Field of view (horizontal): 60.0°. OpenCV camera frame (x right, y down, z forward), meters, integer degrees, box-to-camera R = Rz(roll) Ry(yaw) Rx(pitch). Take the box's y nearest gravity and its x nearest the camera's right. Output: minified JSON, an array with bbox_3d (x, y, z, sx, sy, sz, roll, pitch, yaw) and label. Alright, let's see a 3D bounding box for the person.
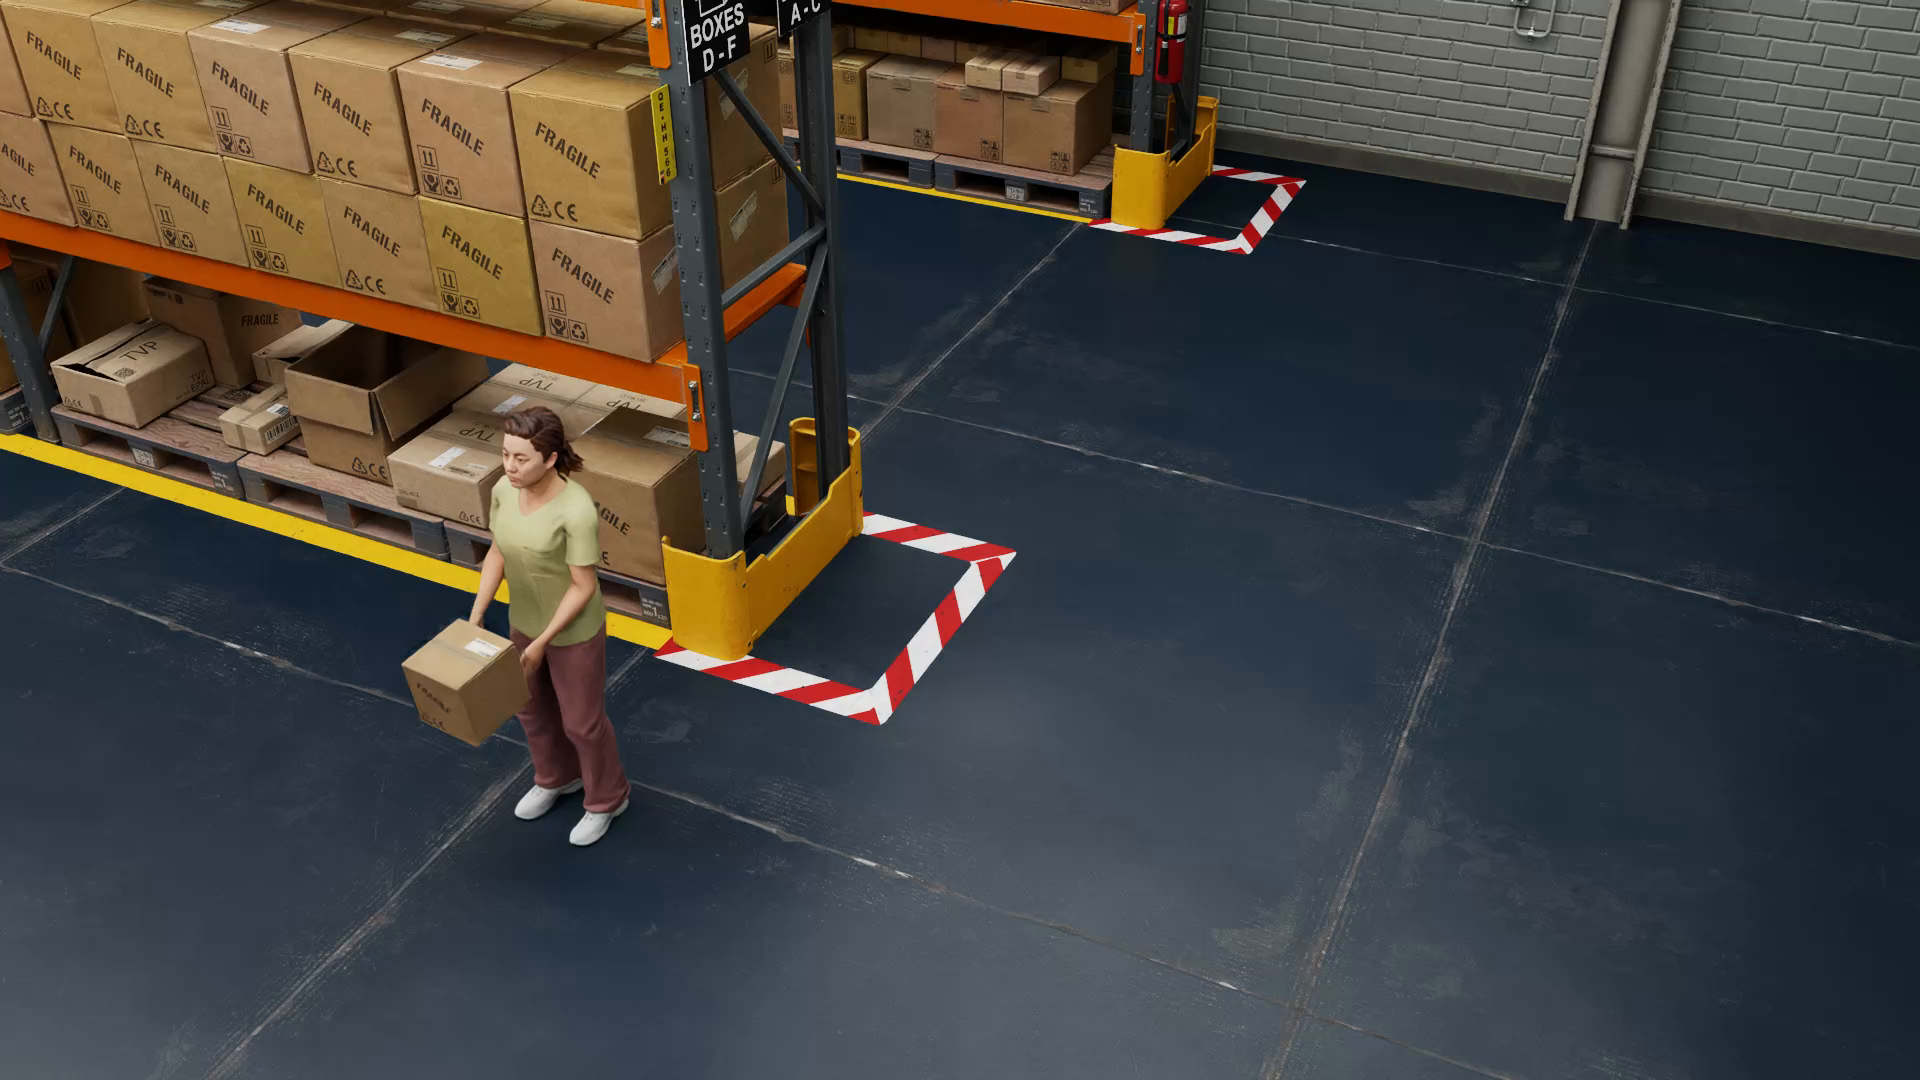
[{"bbox_3d":[-1.413,0.325,5.656,0.459,1.674,0.499,19,38,26],"label":"person"}]
